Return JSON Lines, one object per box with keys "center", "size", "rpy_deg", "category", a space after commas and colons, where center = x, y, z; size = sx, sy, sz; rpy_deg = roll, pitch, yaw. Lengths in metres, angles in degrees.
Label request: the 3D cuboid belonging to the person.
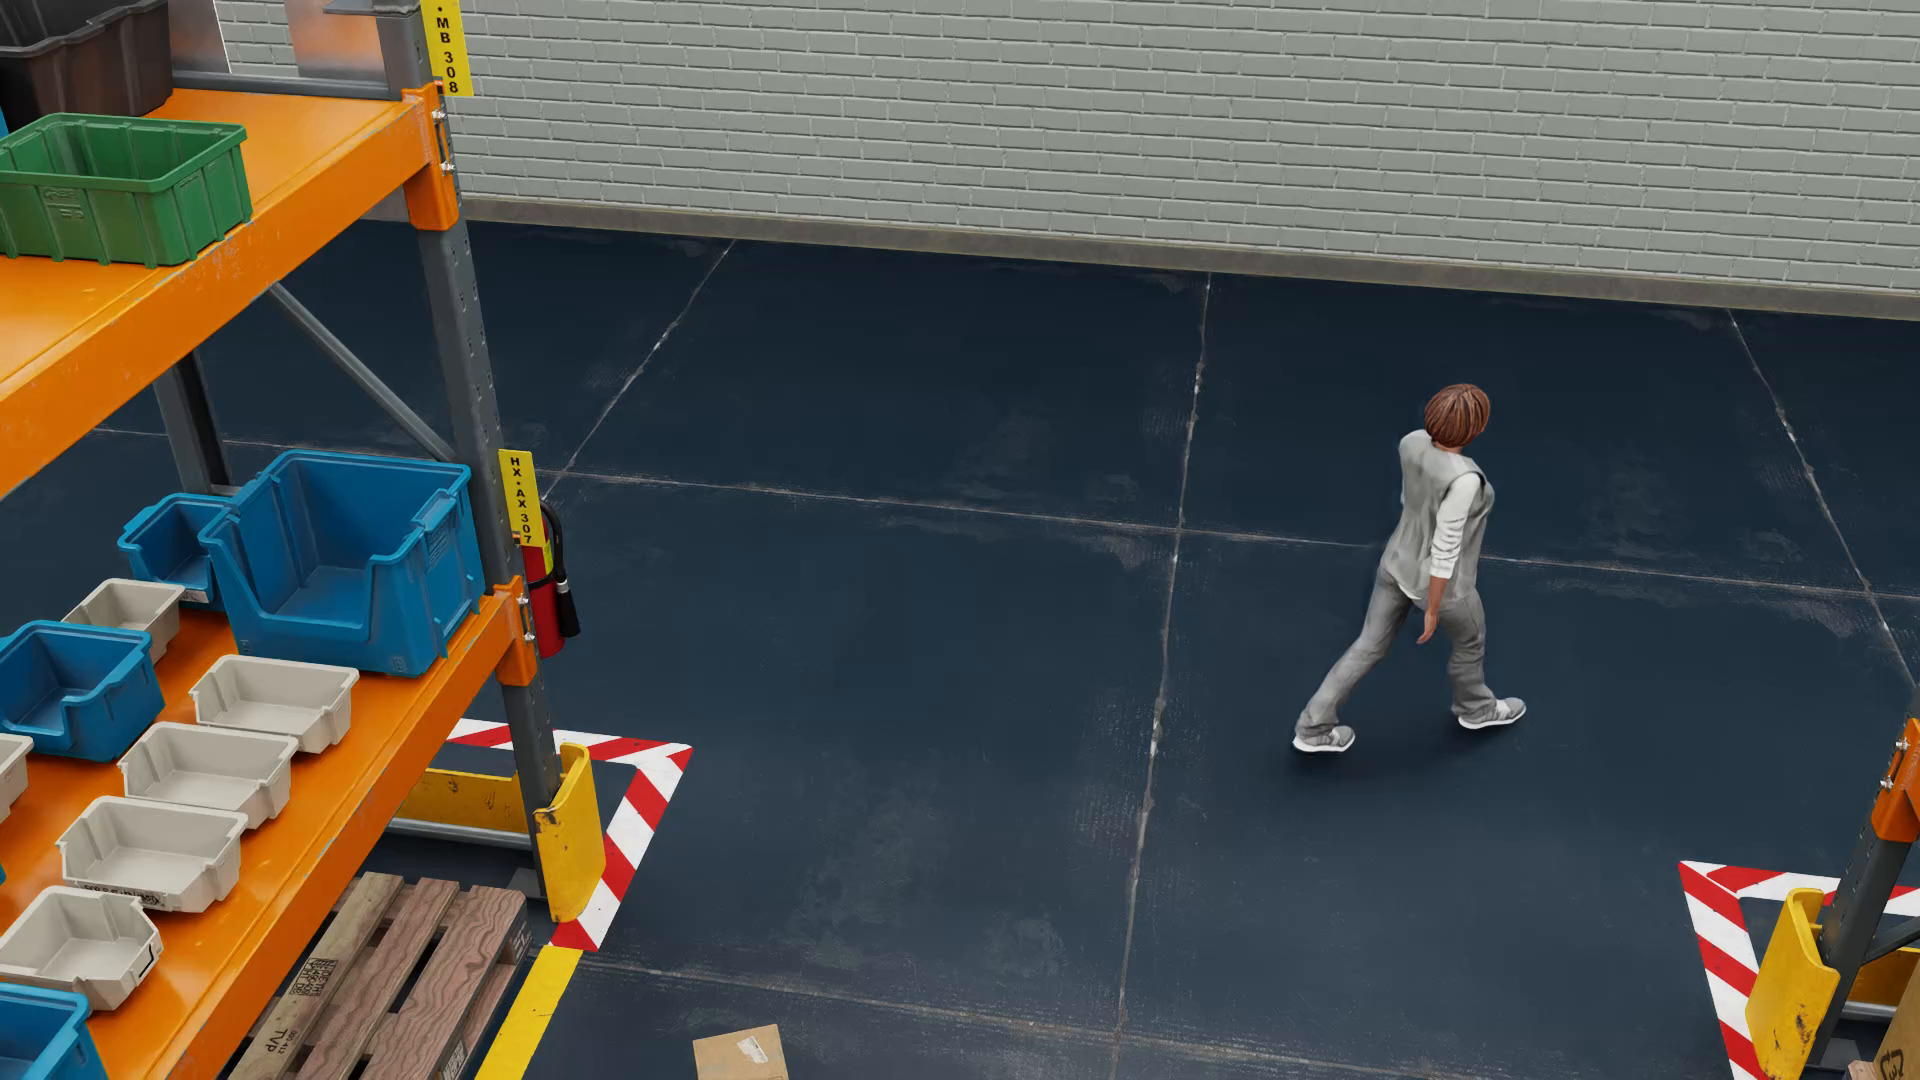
{"center": [1.703, 0.096, 5.985], "size": [0.979, 1.533, 0.429], "rpy_deg": [-15, 36, -22], "category": "person"}
